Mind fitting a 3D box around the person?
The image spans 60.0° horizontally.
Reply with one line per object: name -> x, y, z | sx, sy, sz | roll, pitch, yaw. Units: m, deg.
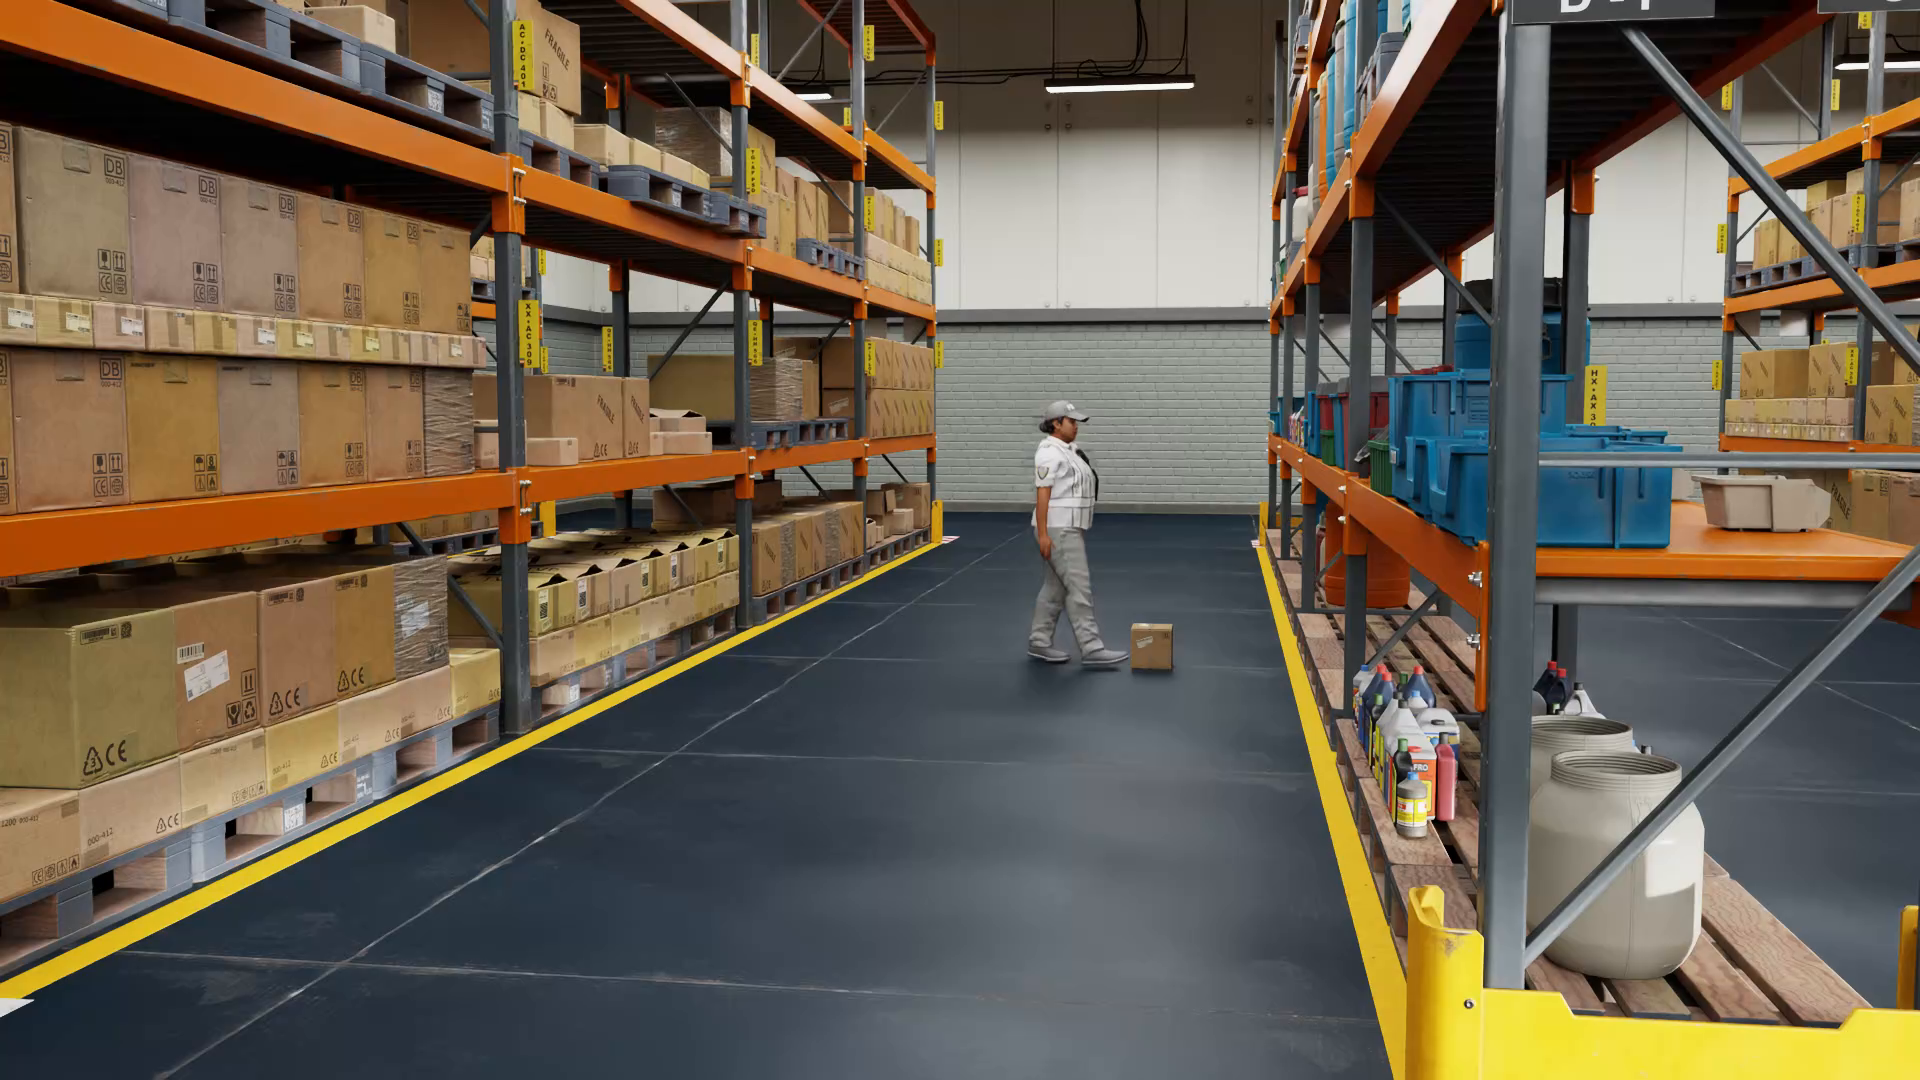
person -> 0.757, -0.047, 10.467 | 0.691, 1.647, 0.487 | 1, 5, 18
